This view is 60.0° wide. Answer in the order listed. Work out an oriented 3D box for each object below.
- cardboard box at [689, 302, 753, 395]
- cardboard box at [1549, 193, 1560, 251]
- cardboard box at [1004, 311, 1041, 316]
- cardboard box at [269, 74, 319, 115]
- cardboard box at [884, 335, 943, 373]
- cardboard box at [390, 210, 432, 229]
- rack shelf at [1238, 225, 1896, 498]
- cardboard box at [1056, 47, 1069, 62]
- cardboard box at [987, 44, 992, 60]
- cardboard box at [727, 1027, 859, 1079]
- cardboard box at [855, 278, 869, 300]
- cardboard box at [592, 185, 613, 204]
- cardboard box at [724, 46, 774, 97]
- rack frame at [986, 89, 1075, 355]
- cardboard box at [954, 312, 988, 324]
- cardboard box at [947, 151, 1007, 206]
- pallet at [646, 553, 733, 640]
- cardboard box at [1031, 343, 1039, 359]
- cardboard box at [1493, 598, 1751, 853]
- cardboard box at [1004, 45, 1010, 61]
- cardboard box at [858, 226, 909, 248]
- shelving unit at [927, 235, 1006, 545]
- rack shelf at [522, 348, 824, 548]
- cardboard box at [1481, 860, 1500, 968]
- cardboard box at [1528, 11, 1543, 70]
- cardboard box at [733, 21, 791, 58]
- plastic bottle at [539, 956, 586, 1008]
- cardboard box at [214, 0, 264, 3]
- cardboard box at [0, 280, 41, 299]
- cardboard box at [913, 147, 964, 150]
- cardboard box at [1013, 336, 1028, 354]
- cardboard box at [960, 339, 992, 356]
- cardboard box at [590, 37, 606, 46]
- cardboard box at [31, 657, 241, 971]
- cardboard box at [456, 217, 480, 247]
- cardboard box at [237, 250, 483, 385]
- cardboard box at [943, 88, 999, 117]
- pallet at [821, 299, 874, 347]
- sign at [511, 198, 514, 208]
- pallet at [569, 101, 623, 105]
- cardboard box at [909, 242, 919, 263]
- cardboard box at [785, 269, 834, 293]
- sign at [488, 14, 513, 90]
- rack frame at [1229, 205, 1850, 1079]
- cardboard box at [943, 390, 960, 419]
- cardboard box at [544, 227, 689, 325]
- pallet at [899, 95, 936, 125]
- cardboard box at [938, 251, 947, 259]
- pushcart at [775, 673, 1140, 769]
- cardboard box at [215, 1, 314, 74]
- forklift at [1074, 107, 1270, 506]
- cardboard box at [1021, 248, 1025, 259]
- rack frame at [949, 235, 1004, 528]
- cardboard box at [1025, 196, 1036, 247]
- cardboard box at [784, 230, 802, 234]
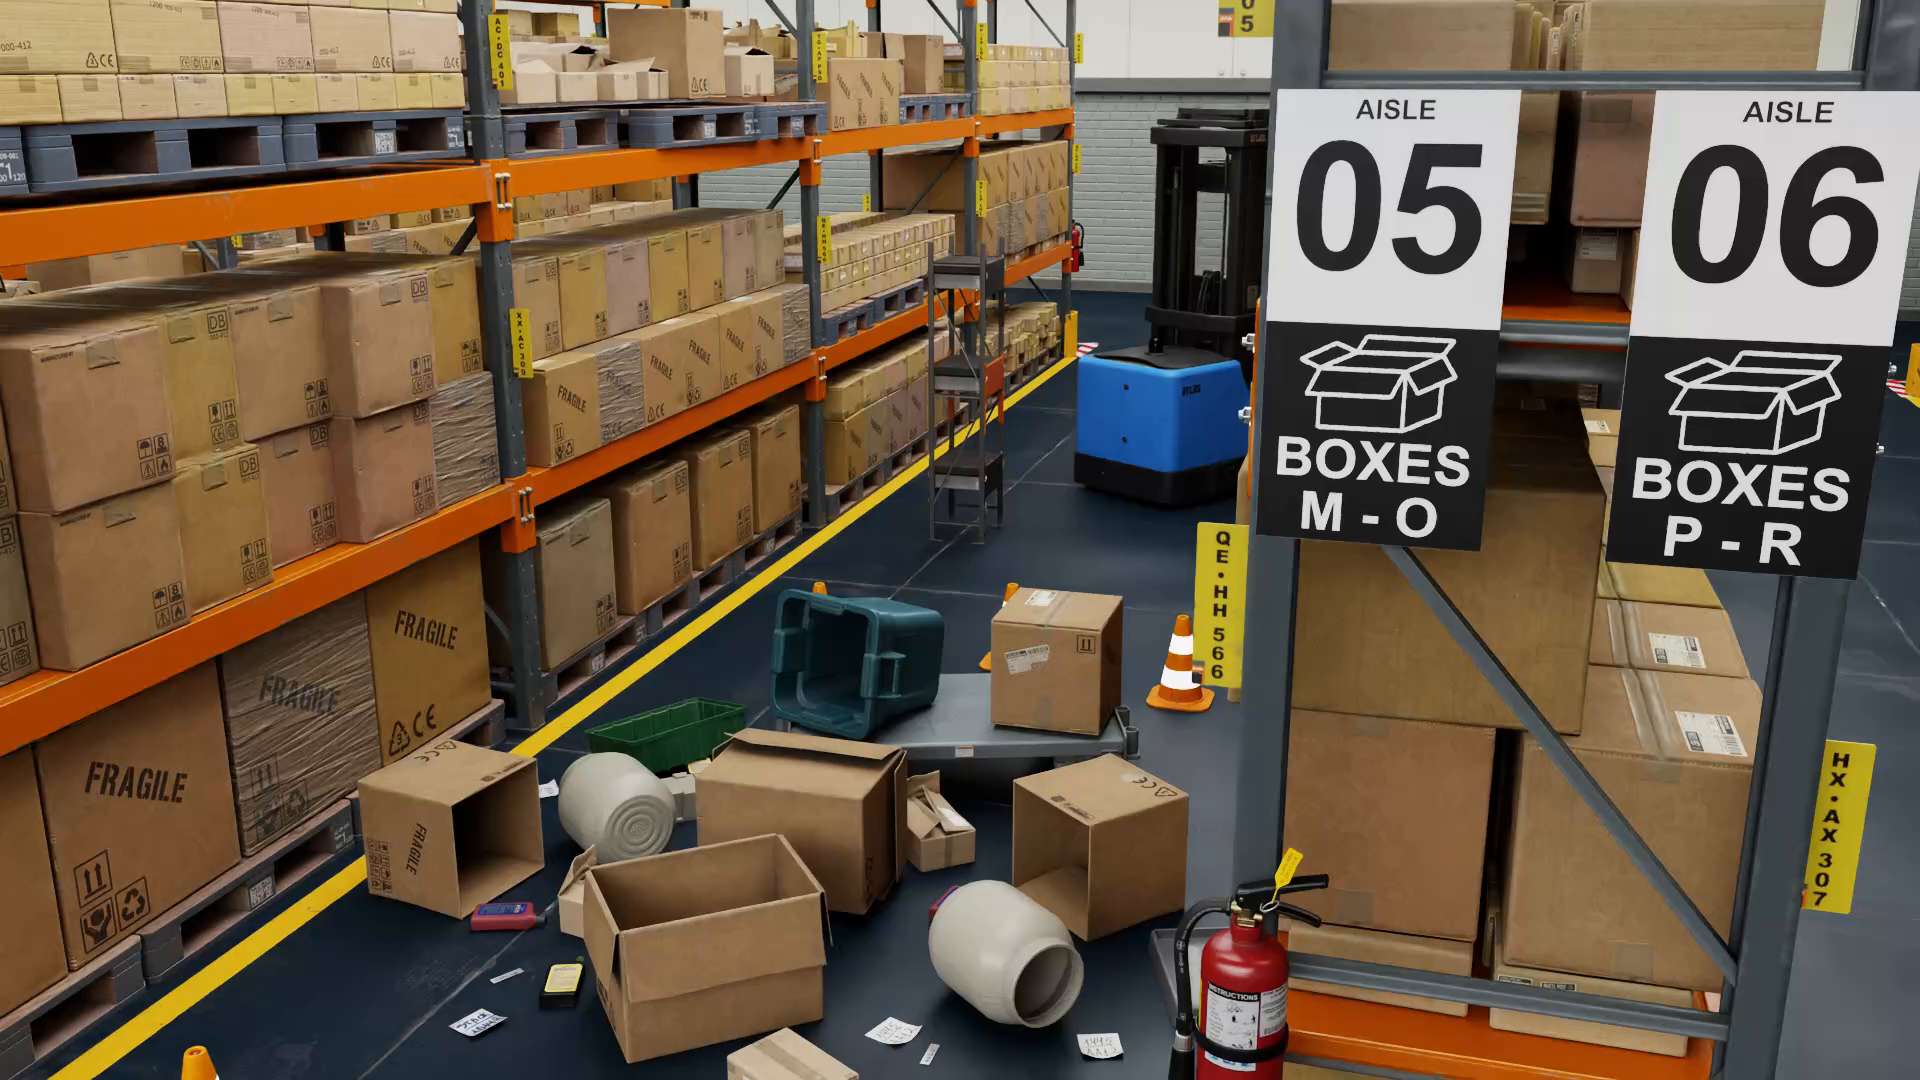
[{"bbox_3d":[-1.631,-1.215,10.432,0.500,0.500,0.500,4,16,15],"label":"cardboard box"},{"bbox_3d":[1.647,-0.779,4.041,0.380,0.149,0.250,4,16,14],"label":"cardboard box"},{"bbox_3d":[0.678,-2.416,18.216,0.380,0.149,0.250,4,16,14],"label":"cardboard box"},{"bbox_3d":[-2.698,-1.707,6.360,0.380,0.149,0.250,5,17,17],"label":"cardboard box"},{"bbox_3d":[-0.467,-1.625,14.500,0.500,0.250,0.500,5,17,19],"label":"cardboard box"},{"bbox_3d":[-5.445,-3.208,15.622,0.797,0.503,0.637,5,17,16],"label":"cardboard box"},{"bbox_3d":[1.594,-0.736,4.750,1.077,0.370,4.000,5,16,16],"label":"rack shelf"},{"bbox_3d":[0.985,-5.353,18.336,0.380,0.149,0.250,4,16,15],"label":"cardboard box"},{"bbox_3d":[0.085,-4.542,15.477,0.380,0.149,0.250,4,16,13],"label":"cardboard box"},{"bbox_3d":[-0.539,1.756,5.366,0.250,0.149,0.380,-15,21,-41],"label":"cardboard box"},{"bbox_3d":[-0.927,-1.961,12.936,0.380,0.149,0.250,5,17,18],"label":"cardboard box"},{"bbox_3d":[-4.466,-4.267,19.731,0.500,0.500,0.500,4,16,15],"label":"cardboard box"},{"bbox_3d":[-1.485,-2.920,10.341,0.500,0.311,0.500,5,16,16],"label":"cardboard box"},{"bbox_3d":[0.798,-3.660,19.234,1.000,3.000,0.127,5,16,16],"label":"rack frame"},{"bbox_3d":[0.087,-2.385,18.105,0.380,0.149,0.250,5,17,18],"label":"cardboard box"},{"bbox_3d":[0.156,-3.521,16.186,0.500,0.500,0.500,4,16,14],"label":"cardboard box"},{"bbox_3d":[-2.120,0.294,10.407,1.003,0.211,1.213,5,16,16],"label":"pallet"},{"bbox_3d":[0.645,-2.061,18.055,0.380,0.149,0.250,4,16,13],"label":"cardboard box"},{"bbox_3d":[1.570,0.455,4.002,0.500,0.500,0.500,5,17,18],"label":"cardboard box"},{"bbox_3d":[0.274,-4.746,16.196,0.380,0.149,0.250,4,16,14],"label":"cardboard box"},{"bbox_3d":[-0.637,-2.519,13.815,0.380,0.149,0.250,4,16,13],"label":"cardboard box"},{"bbox_3d":[0.047,-1.053,11.696,0.431,2.100,0.503,5,16,16],"label":"shelving unit"},{"bbox_3d":[-2.044,-0.697,10.109,1.077,0.370,4.000,5,16,16],"label":"rack shelf"},{"bbox_3d":[1.379,0.865,3.744,0.380,0.149,0.250,5,17,17],"label":"cardboard box"},{"bbox_3d":[1.125,-1.128,3.813,0.380,0.149,0.250,5,17,16],"label":"cardboard box"},{"bbox_3d":[-1.478,-3.687,12.249,0.396,0.266,0.258,5,16,16],"label":"cardboard box"},{"bbox_3d":[-1.443,1.605,6.060,0.133,0.061,0.283,-1,16,-3],"label":"plastic bottle"},{"bbox_3d":[-2.770,-2.025,6.023,0.380,0.149,0.250,4,16,15],"label":"cardboard box"},{"bbox_3d":[-6.899,-1.687,11.785,0.500,0.250,0.500,4,16,14],"label":"cardboard box"},{"bbox_3d":[-0.164,-3.698,16.808,0.500,0.500,0.500,5,17,17],"label":"cardboard box"},{"bbox_3d":[0.498,-2.061,17.507,0.380,0.149,0.250,5,17,16],"label":"cardboard box"},{"bbox_3d":[0.093,-1.871,16.294,0.380,0.149,0.250,5,17,19],"label":"cardboard box"},{"bbox_3d":[-4.401,-5.395,18.719,0.700,0.500,0.500,3,16,12],"label":"cardboard box"},{"bbox_3d":[-3.372,0.934,6.165,0.875,0.875,0.875,4,16,15],"label":"cardboard box"},{"bbox_3d":[-4.937,-2.929,16.474,0.500,0.500,0.500,5,16,16],"label":"cardboard box"},{"bbox_3d":[-2.750,-1.018,7.667,0.875,0.550,0.550,5,16,16],"label":"cardboard box"},{"bbox_3d":[0.046,-4.085,15.511,0.500,0.250,0.500,5,17,19],"label":"cardboard box"},{"bbox_3d":[-1.375,-1.669,12.568,1.213,0.211,1.003,5,16,16],"label":"pallet"},{"bbox_3d":[-4.543,-3.503,16.707,0.100,0.325,0.005,5,16,16],"label":"sign"},{"bbox_3d":[-4.474,-4.956,18.470,1.003,0.211,1.213,5,16,16],"label":"pallet"},{"bbox_3d":[-0.558,-2.444,14.096,0.380,0.149,0.250,4,16,13],"label":"cardboard box"},{"bbox_3d":[-1.146,-1.902,12.182,0.380,0.149,0.250,5,17,18],"label":"cardboard box"},{"bbox_3d":[-2.080,-2.207,7.525,0.100,0.325,0.005,5,16,16],"label":"sign"},{"bbox_3d":[1.026,0.884,3.216,1.000,3.000,0.127,5,16,16],"label":"rack frame"},{"bbox_3d":[-0.308,-1.399,15.077,0.500,0.500,0.500,4,16,15],"label":"cardboard box"},{"bbox_3d":[-2.044,-1.578,9.882,0.700,0.500,0.500,4,16,15],"label":"cardboard box"},{"bbox_3d":[-0.908,-3.541,13.663,1.213,0.211,1.003,5,16,16],"label":"pallet"},{"bbox_3d":[-0.335,-2.507,14.861,0.380,0.149,0.250,5,17,16],"label":"cardboard box"},{"bbox_3d":[-0.038,0.935,7.841,1.648,0.377,0.936,-1,16,-3],"label":"pushcart"},{"bbox_3d":[-2.794,-1.873,6.214,0.500,0.250,0.500,4,16,15],"label":"cardboard box"},{"bbox_3d":[2.334,-1.986,13.460,3.031,2.935,1.130,-14,21,-40],"label":"forklift"},{"bbox_3d":[0.466,-3.031,17.477,0.380,0.149,0.250,5,17,17],"label":"cardboard box"},{"bbox_3d":[0.116,-1.117,11.921,0.400,2.100,0.015,5,16,16],"label":"rack frame"},{"bbox_3d":[0.479,-3.316,17.294,0.500,0.500,0.500,5,17,19],"label":"cardboard box"},{"bbox_3d":[-1.406,-2.436,13.521,0.380,0.149,0.250,5,17,19],"label":"cardboard box"}]
